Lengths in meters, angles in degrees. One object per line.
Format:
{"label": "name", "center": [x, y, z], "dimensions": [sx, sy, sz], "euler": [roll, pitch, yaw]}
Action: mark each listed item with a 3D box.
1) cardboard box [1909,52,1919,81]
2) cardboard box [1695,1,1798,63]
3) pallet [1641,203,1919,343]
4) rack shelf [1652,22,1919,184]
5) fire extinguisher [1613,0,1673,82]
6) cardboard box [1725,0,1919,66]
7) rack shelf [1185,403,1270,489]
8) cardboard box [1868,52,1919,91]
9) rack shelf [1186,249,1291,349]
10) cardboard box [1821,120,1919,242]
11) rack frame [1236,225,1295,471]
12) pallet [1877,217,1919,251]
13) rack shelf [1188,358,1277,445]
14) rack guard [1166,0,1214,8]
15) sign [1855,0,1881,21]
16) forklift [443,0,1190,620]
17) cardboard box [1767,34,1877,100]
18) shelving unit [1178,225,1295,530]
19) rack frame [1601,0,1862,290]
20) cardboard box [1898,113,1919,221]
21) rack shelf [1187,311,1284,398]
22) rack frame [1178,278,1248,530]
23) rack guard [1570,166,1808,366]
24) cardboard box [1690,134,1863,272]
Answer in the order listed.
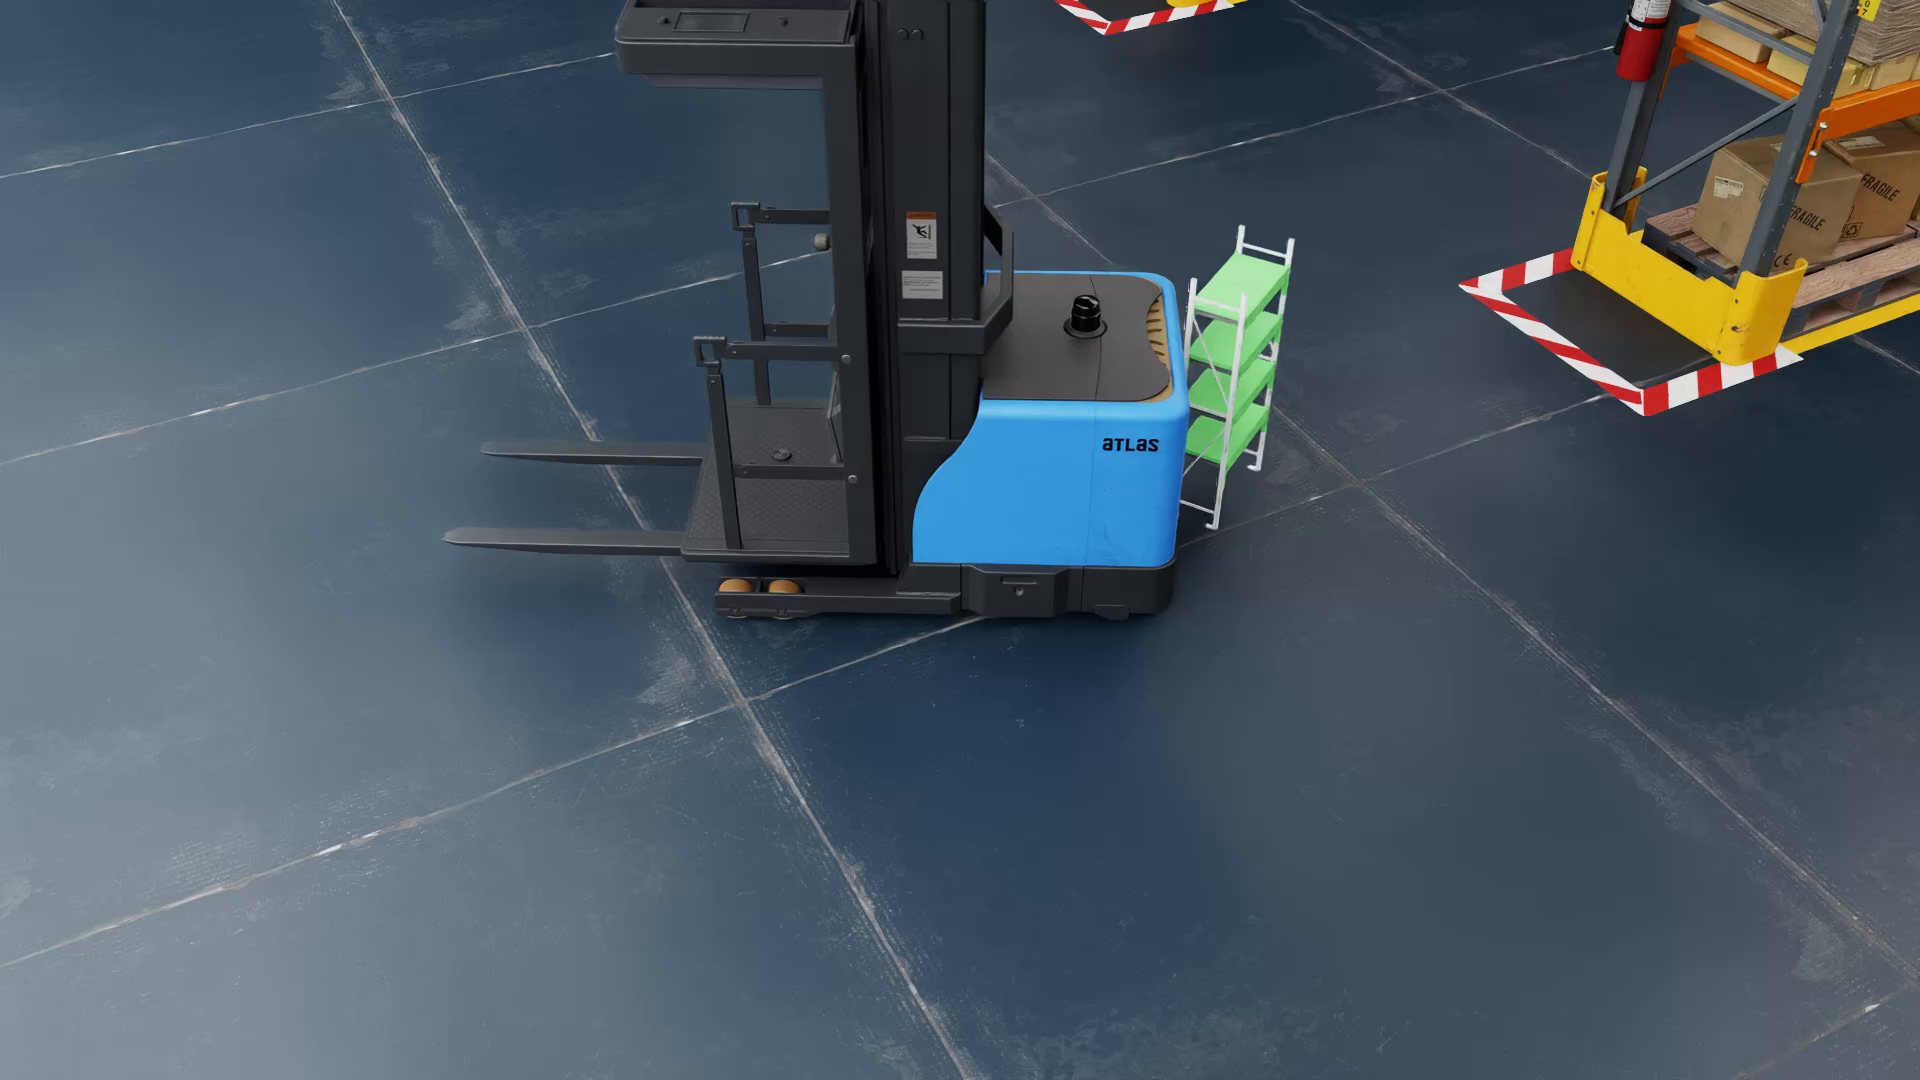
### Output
{"label": "cardboard box", "center": [4.468, -2.341, 7.888], "dimensions": [0.250, 0.149, 0.380], "euler": [-19, 44, -21]}
{"label": "cardboard box", "center": [3.803, -2.466, 8.036], "dimensions": [0.250, 0.149, 0.380], "euler": [-19, 44, -21]}
{"label": "pallet", "center": [4.450, -1.539, 8.905], "dimensions": [1.213, 0.211, 1.003], "euler": [-19, 44, -21]}
{"label": "rack shelf", "center": [5.420, -2.681, 8.652], "dimensions": [4.000, 0.370, 1.077], "euler": [-19, 44, -21]}
{"label": "fire extinguisher", "center": [3.331, -2.559, 8.011], "dimensions": [0.183, 0.674, 0.296], "euler": [-19, 44, -21]}
{"label": "cardboard box", "center": [4.146, -2.659, 7.762], "dimensions": [0.500, 0.500, 0.875], "euler": [-19, 44, -21]}
{"label": "rack shelf", "center": [1.150, -0.449, 7.322], "dimensions": [0.258, 0.148, 0.480], "euler": [21, 44, 23]}
{"label": "cardboard box", "center": [4.239, -2.275, 7.810], "dimensions": [0.250, 0.149, 0.380], "euler": [-19, 44, -21]}
{"label": "rack shelf", "center": [1.150, -0.998, 6.857], "dimensions": [0.258, 0.148, 0.480], "euler": [21, 44, 23]}
{"label": "cardboard box", "center": [4.722, -1.940, 8.829], "dimensions": [0.500, 0.500, 0.500], "euler": [-8, 41, -9]}
{"label": "rack frame", "center": [1.273, -0.817, 7.286], "dimensions": [0.240, 1.200, 0.015], "euler": [21, 44, 23]}
{"label": "pallet", "center": [5.531, -1.901, 9.332], "dimensions": [1.213, 0.211, 1.003], "euler": [-19, 44, -21]}
{"label": "rack shelf", "center": [1.150, -0.632, 7.167], "dimensions": [0.258, 0.148, 0.480], "euler": [21, 44, 23]}
{"label": "rack guard", "center": [1.404, -4.292, 11.934], "dimensions": [0.348, 0.500, 1.175], "euler": [-19, 44, -21]}
{"label": "sign", "center": [3.897, -2.378, 7.068], "dimensions": [0.005, 0.325, 0.100], "euler": [-19, 44, -21]}
{"label": "forklift", "center": [-0.624, -1.132, 6.318], "dimensions": [3.031, 2.935, 1.130], "euler": [1, 40, 1]}
{"label": "cardboard box", "center": [4.009, -2.211, 7.735], "dimensions": [0.250, 0.149, 0.380], "euler": [-19, 44, -21]}
{"label": "shelving unit", "center": [1.150, -0.681, 7.125], "dimensions": [0.258, 1.200, 0.503], "euler": [21, 44, 23]}
{"label": "rack frame", "center": [3.646, -2.359, 7.715], "dimensions": [0.127, 3.000, 1.000], "euler": [-19, 44, -21]}
{"label": "cardboard box", "center": [5.286, -2.116, 9.037], "dimensions": [0.500, 0.500, 0.500], "euler": [-15, 42, -17]}
{"label": "rack shelf", "center": [1.150, -0.815, 7.012], "dimensions": [0.258, 0.148, 0.480], "euler": [21, 44, 23]}
{"label": "rack frame", "center": [1.027, -0.544, 6.964], "dimensions": [0.240, 1.200, 0.015], "euler": [21, 44, 23]}
{"label": "rack guard", "center": [3.713, -1.427, 8.549], "dimensions": [0.348, 0.500, 1.175], "euler": [-19, 44, -21]}
{"label": "cardboard box", "center": [4.207, -1.742, 8.595], "dimensions": [0.500, 0.500, 0.500], "euler": [-11, 41, -13]}
